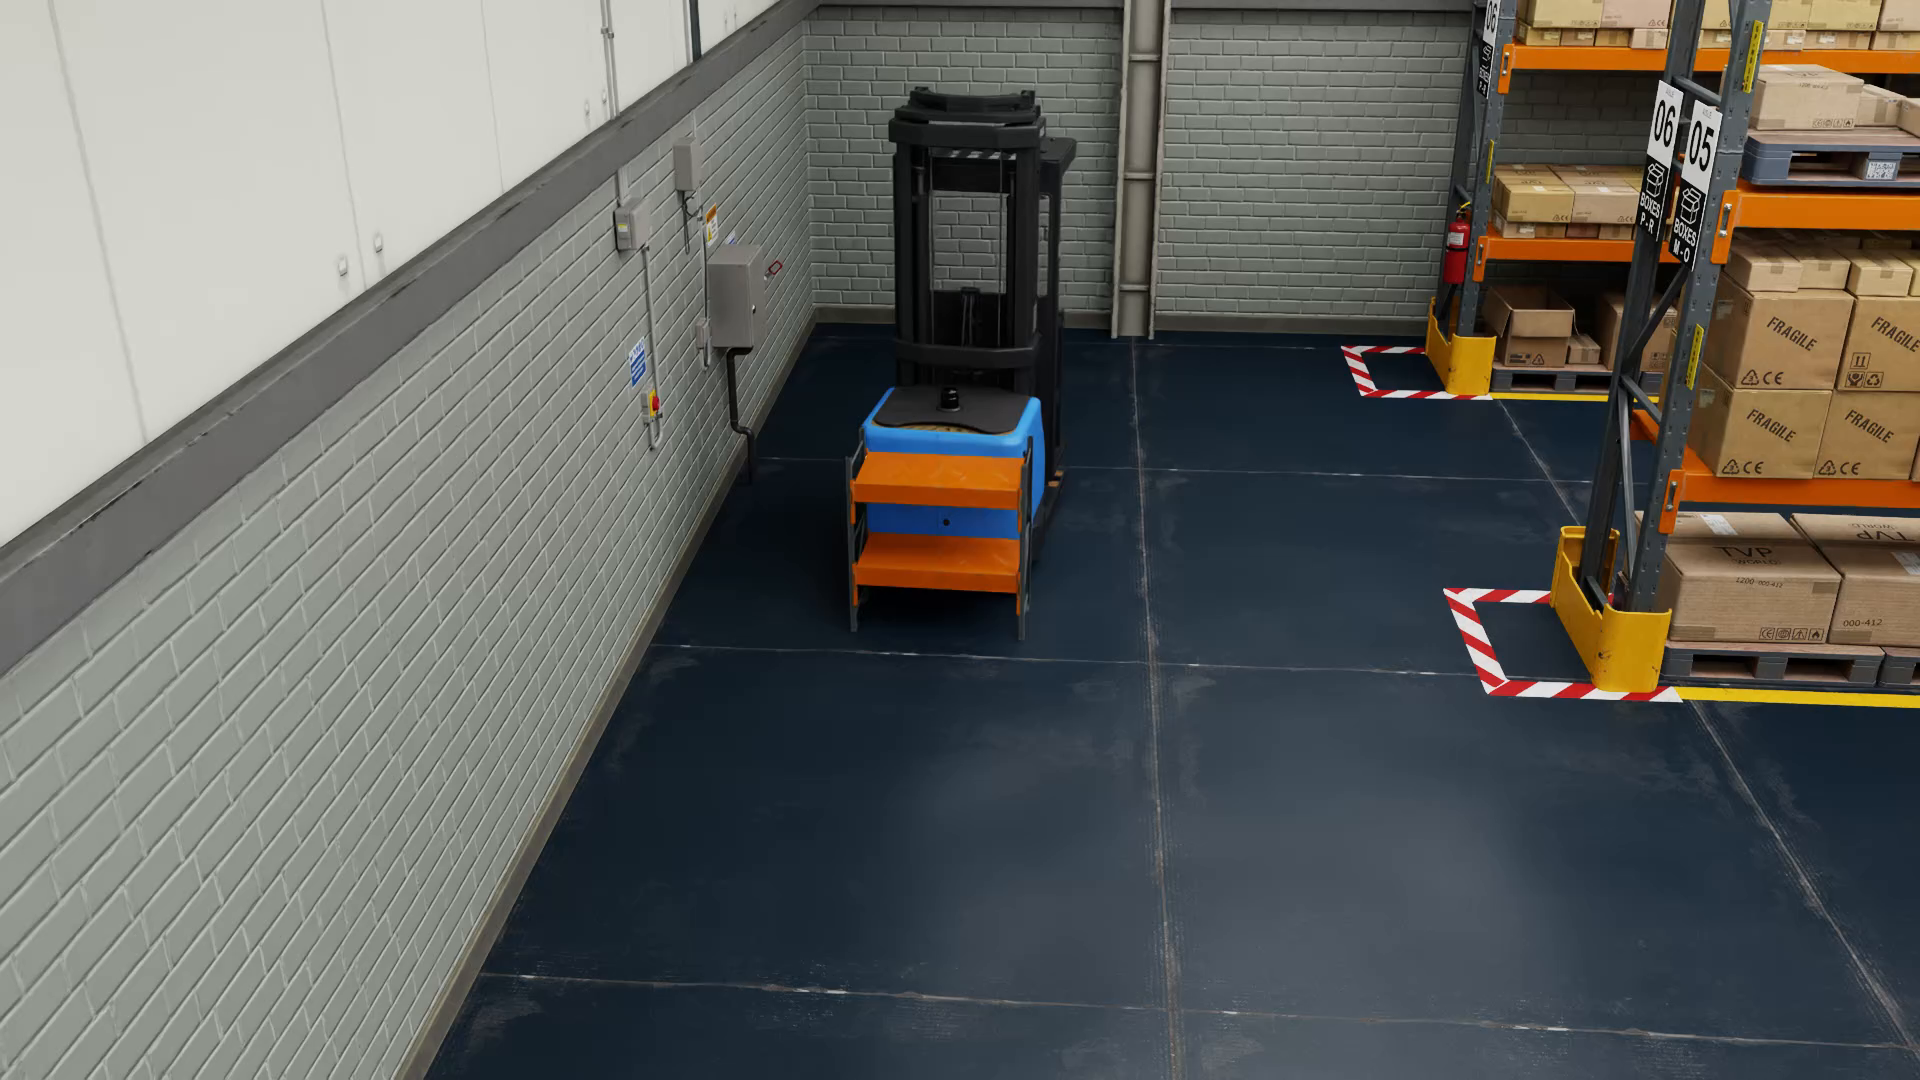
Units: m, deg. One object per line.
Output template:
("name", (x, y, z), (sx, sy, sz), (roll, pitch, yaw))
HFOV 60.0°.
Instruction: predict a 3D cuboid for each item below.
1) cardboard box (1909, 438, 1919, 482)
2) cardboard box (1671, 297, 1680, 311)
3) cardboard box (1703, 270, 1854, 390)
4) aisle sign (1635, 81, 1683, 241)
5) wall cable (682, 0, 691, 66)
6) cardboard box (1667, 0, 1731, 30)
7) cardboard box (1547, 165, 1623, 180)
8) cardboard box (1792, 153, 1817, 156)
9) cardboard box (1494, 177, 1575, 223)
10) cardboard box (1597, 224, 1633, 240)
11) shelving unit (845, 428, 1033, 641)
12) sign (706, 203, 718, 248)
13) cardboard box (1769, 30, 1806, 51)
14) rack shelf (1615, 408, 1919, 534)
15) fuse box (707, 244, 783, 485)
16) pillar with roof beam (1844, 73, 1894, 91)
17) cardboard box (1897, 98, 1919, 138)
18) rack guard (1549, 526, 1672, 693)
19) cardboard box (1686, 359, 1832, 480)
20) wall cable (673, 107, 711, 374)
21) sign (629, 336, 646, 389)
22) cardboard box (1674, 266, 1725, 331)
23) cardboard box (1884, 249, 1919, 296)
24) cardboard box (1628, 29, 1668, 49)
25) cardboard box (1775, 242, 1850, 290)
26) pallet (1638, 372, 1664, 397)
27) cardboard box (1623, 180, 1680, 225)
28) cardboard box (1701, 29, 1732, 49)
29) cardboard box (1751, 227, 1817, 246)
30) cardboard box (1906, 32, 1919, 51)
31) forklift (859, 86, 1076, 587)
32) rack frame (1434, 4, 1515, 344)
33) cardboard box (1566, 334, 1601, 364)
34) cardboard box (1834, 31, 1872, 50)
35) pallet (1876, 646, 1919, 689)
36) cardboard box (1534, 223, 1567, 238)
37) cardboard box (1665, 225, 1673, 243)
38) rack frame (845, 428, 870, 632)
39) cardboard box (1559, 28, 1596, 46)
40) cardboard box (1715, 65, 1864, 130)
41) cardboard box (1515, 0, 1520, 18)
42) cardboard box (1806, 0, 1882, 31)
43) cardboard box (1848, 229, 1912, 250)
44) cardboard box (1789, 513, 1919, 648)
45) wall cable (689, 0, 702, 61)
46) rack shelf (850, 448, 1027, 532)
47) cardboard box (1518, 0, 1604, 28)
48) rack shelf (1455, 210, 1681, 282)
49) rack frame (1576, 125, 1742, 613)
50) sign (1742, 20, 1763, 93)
("cardboard box", (5.306, -0.627, 8.906), (0.500, 0.500, 0.500), (2, 25, 4))
("cardboard box", (6.185, -1.708, 13.862), (0.500, 0.500, 0.500), (2, 25, 5))
("cardboard box", (4.294, -1.111, 8.760), (0.500, 0.500, 0.500), (1, 25, 3))
("aisle sign", (3.790, -2.058, 9.024), (0.004, 0.787, 0.394), (2, 25, 4))
("wall cable", (-1.795, -3.849, 8.849), (0.029, 3.000, 2.355), (2, 25, 4))
("cardboard box", (5.653, -4.087, 12.778), (0.500, 0.250, 0.500), (1, 25, 2))
("cardboard box", (5.207, -2.960, 13.918), (0.500, 0.250, 0.500), (2, 25, 4))
("cardboard box", (6.738, -3.253, 13.657), (0.500, 0.500, 0.500), (1, 25, 3))
("cardboard box", (4.646, -2.754, 13.471), (0.500, 0.250, 0.500), (2, 25, 4))
("cardboard box", (5.290, -2.559, 13.523), (0.250, 0.149, 0.380), (3, 25, 6))
("shelving unit", (-0.112, -0.035, 9.981), (1.048, 1.125, 0.538), (3, 25, 6))
("sign", (-1.691, -2.146, 11.337), (0.001, 0.242, 0.339), (2, 25, 4))
("cardboard box", (6.284, -3.860, 12.763), (0.250, 0.149, 0.380), (2, 25, 5))
("rack shelf", (5.832, -0.355, 9.293), (4.000, 0.370, 1.077), (2, 25, 4))
("fuse box", (-1.480, -1.202, 11.814), (0.414, 1.711, 0.539), (2, 25, 4))
("pillar with roof beam", (7.247, -4.015, 9.211), (0.400, 9.000, 9.100), (2, 25, 4))
("cardboard box", (4.905, -2.099, 8.314), (0.250, 0.149, 0.380), (3, 25, 6))
("rack guard", (3.814, 0.389, 9.806), (0.348, 0.500, 1.175), (2, 25, 4))
("cardboard box", (4.294, -0.656, 8.967), (0.500, 0.500, 0.500), (2, 25, 4))
("wall cable", (-1.689, -1.969, 10.726), (0.122, 1.984, 0.588), (2, 25, 4))
("sign", (-1.851, -1.021, 9.557), (0.001, 0.218, 0.327), (2, 25, 4))
("cardboard box", (4.337, -1.329, 9.234), (0.500, 0.500, 0.500), (3, 25, 6))
("cardboard box", (4.951, -1.377, 8.563), (0.250, 0.149, 0.380), (1, 25, 2))
("cardboard box", (5.272, -3.892, 12.832), (0.250, 0.149, 0.380), (2, 25, 5))
("cardboard box", (4.437, -1.434, 8.687), (0.250, 0.149, 0.380), (2, 25, 5))
("pallet", (6.298, -1.480, 14.214), (1.213, 0.211, 1.003), (2, 25, 4))
("cardboard box", (5.654, -2.724, 13.404), (0.500, 0.250, 0.500), (1, 25, 3))
("cardboard box", (5.785, -3.905, 12.859), (0.250, 0.149, 0.380), (2, 25, 3))
("cardboard box", (4.466, -1.614, 9.077), (0.250, 0.149, 0.380), (2, 25, 5))
("cardboard box", (7.310, -3.845, 12.729), (0.250, 0.149, 0.380), (3, 25, 6))
("forklift", (0.161, -1.610, 11.242), (1.130, 2.935, 3.031), (5, 25, 10))
("rack frame", (4.214, -2.814, 13.778), (0.127, 3.000, 1.000), (2, 25, 4))
("cardboard box", (5.237, -1.621, 14.093), (0.250, 0.149, 0.380), (1, 25, 2))
("cardboard box", (6.801, -3.875, 12.795), (0.250, 0.149, 0.380), (3, 25, 6))
("pallet", (5.854, 0.555, 9.792), (1.213, 0.211, 1.003), (2, 25, 4))
("cardboard box", (4.778, -2.586, 13.583), (0.250, 0.149, 0.380), (2, 25, 5))
("cardboard box", (5.801, -2.513, 13.424), (0.250, 0.149, 0.380), (1, 25, 2))
("rack frame", (-0.616, -0.061, 10.036), (0.032, 1.125, 0.500), (3, 25, 6))
("cardboard box", (4.777, -3.958, 12.976), (0.250, 0.149, 0.380), (2, 25, 5))
("cardboard box", (4.293, -2.299, 8.627), (0.500, 0.250, 0.500), (0, 25, -1))
("cardboard box", (4.678, -4.343, 13.335), (0.500, 0.250, 0.500), (1, 25, 3))
("cardboard box", (6.673, -4.060, 12.721), (0.500, 0.250, 0.500), (2, 25, 5))
("cardboard box", (4.978, -1.615, 9.080), (0.250, 0.149, 0.380), (2, 25, 5))
("cardboard box", (5.416, 0.233, 9.718), (0.875, 0.438, 0.875), (2, 25, 5))
("wall cable", (-1.544, -5.026, 11.362), (0.133, 3.039, 2.988), (2, 25, 4))
("rack shelf", (-0.112, -0.301, 9.859), (1.000, 0.278, 0.538), (3, 25, 6))
("cardboard box", (4.635, -4.116, 12.841), (0.500, 0.250, 0.500), (2, 25, 3))
("rack shelf", (6.208, -2.423, 13.789), (4.000, 0.370, 1.077), (2, 25, 4))
("rack frame", (3.838, -0.745, 9.282), (0.127, 3.000, 1.000), (2, 25, 4))
("sign", (3.789, -2.310, 7.953), (0.005, 0.325, 0.100), (2, 25, 4))
